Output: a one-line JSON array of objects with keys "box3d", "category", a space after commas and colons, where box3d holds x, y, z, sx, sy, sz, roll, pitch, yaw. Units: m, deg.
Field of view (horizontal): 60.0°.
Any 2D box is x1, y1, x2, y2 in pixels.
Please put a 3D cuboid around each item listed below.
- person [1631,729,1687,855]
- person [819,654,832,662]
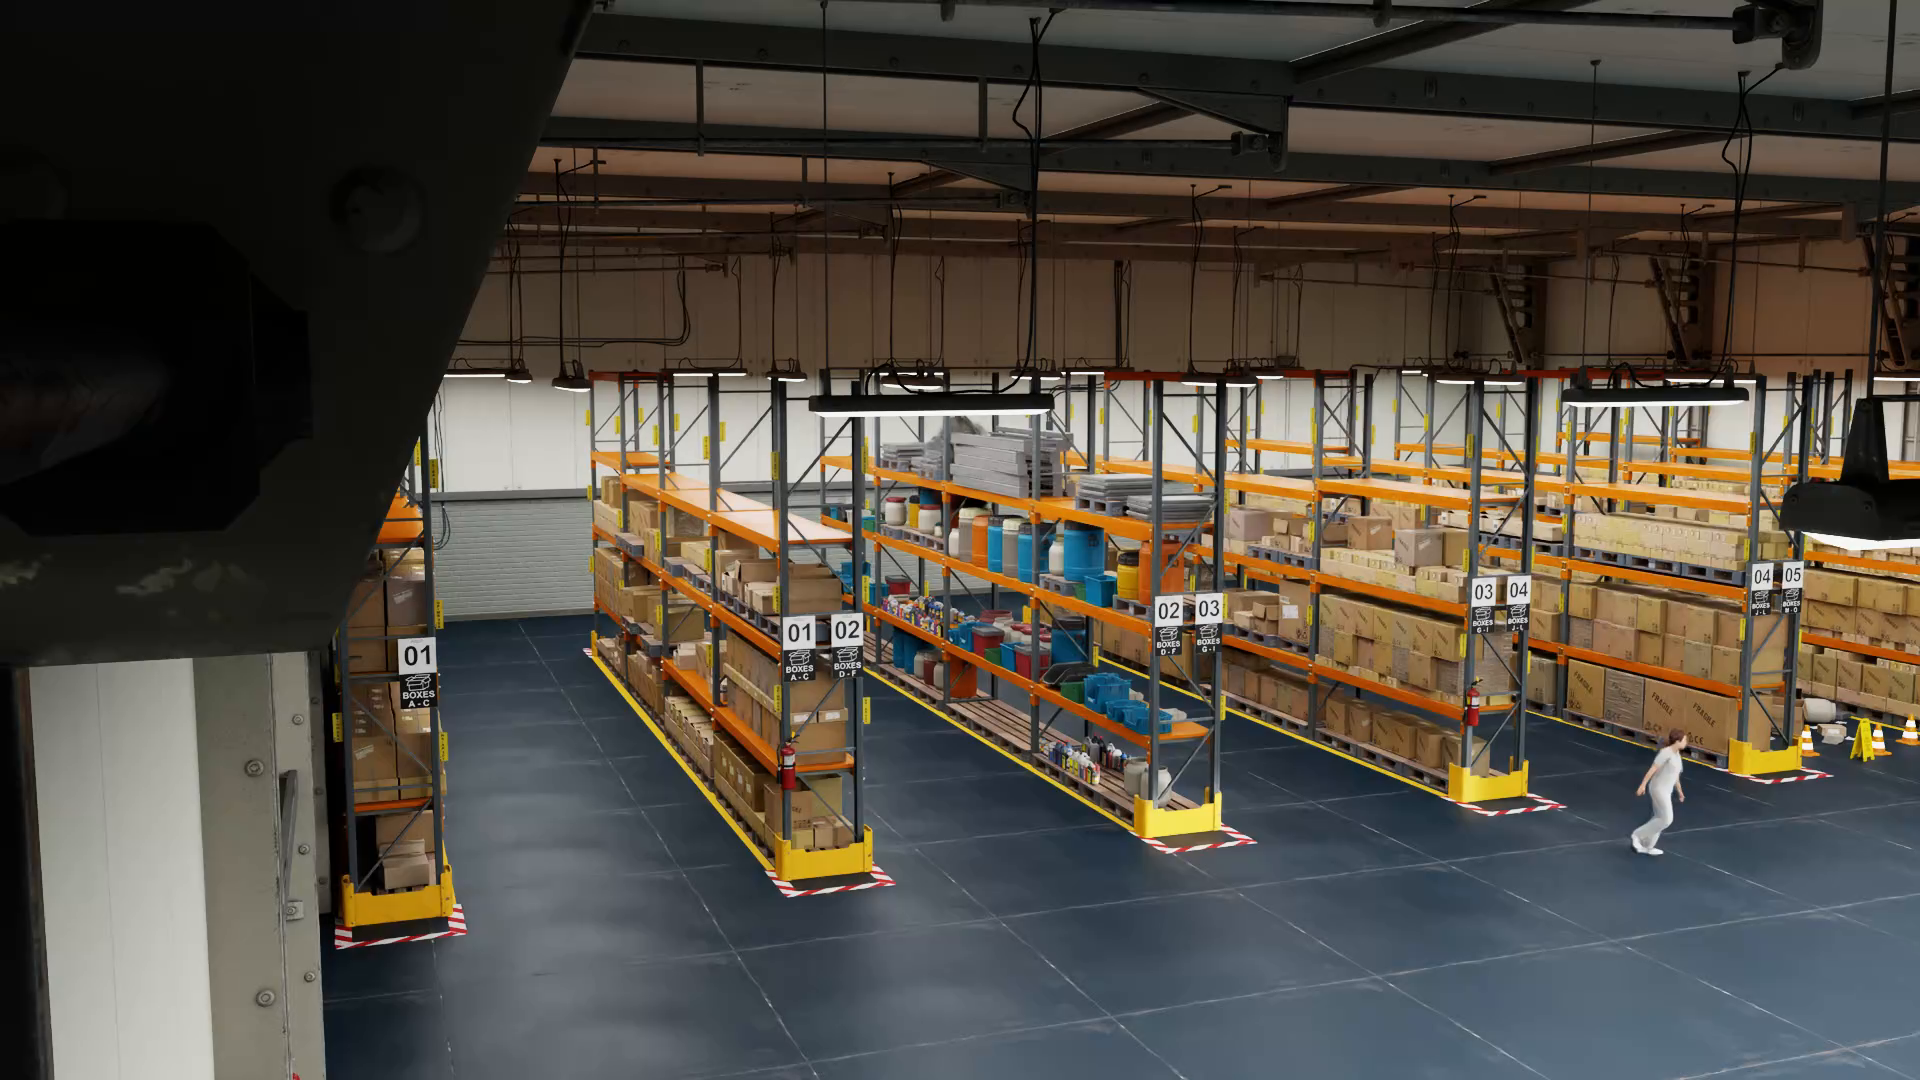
[{"box3d": [8.841, 3.205, 21.046, 0.548, 1.586, 0.620, 5, 8, 39], "category": "person"}, {"box3d": [-2.340, 2.404, 27.999, 0.755, 1.684, 1.039, -5, 8, -40], "category": "person"}]
